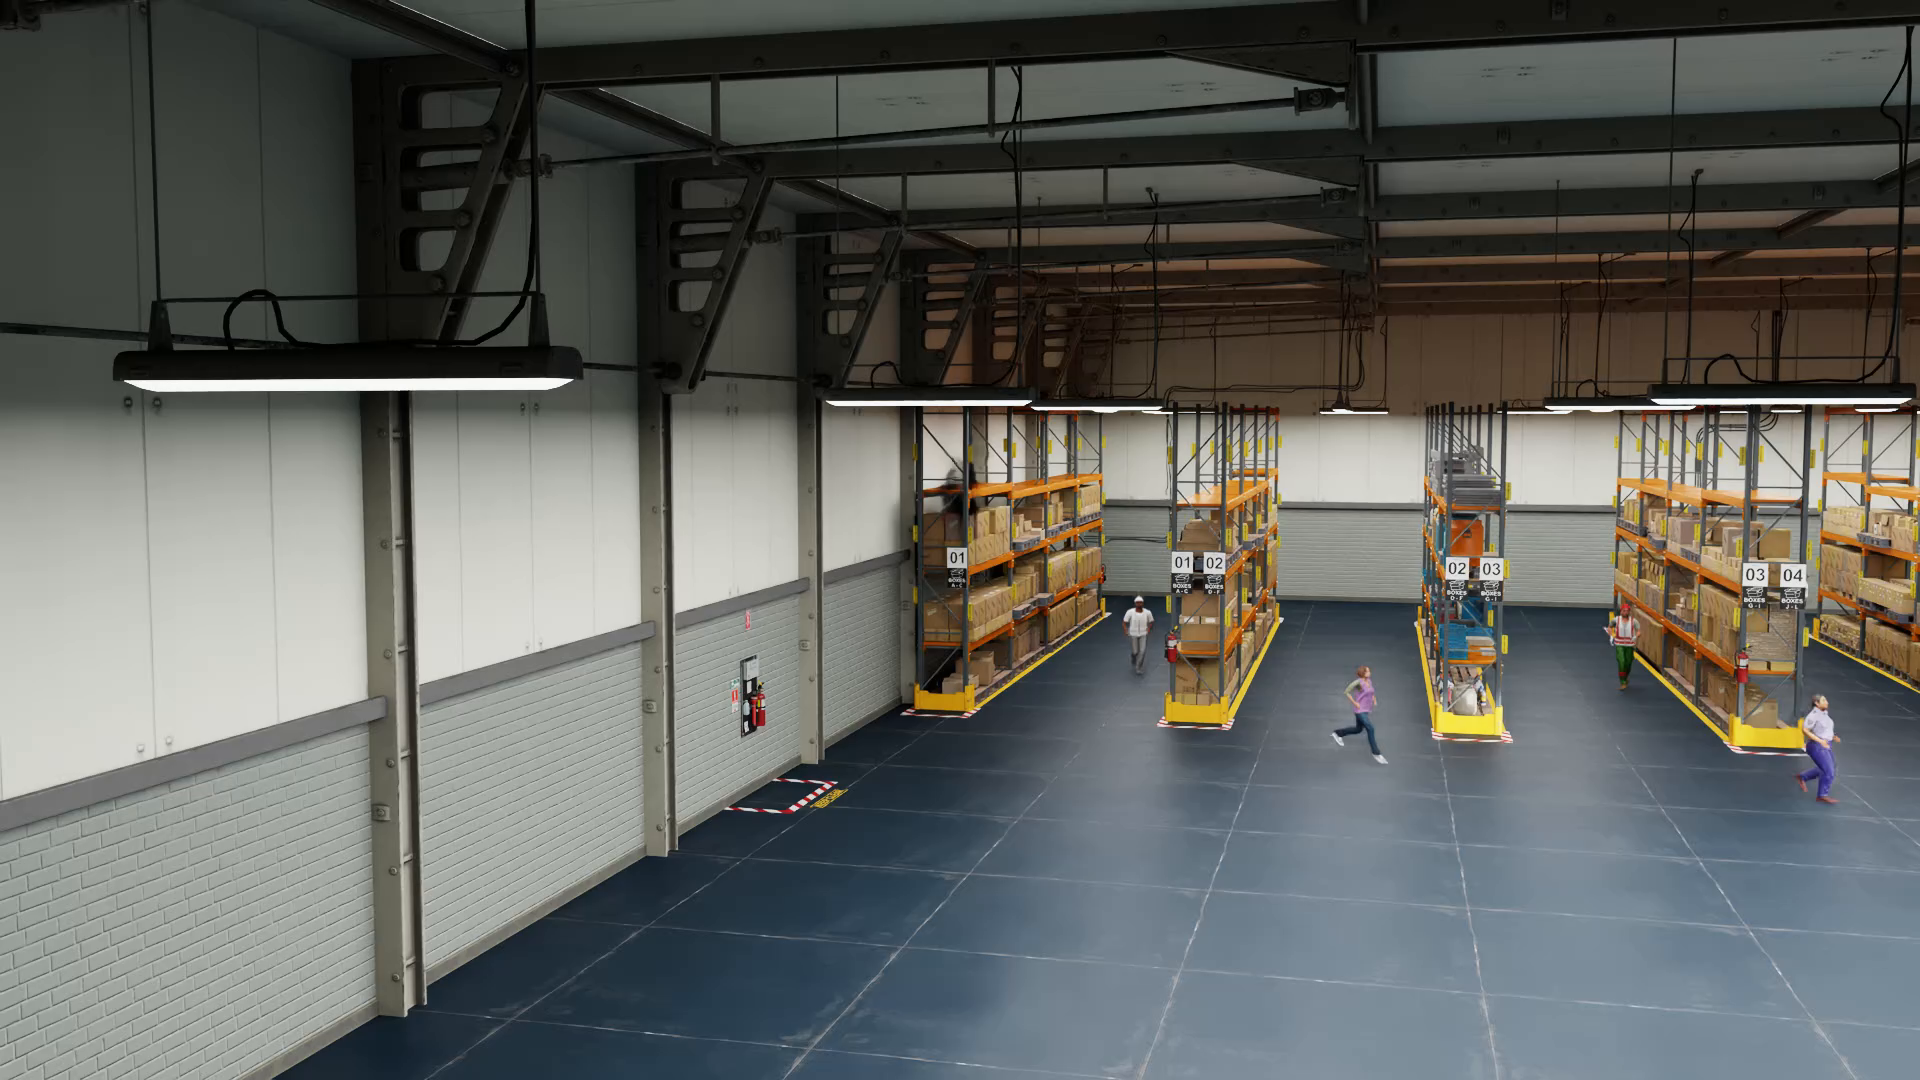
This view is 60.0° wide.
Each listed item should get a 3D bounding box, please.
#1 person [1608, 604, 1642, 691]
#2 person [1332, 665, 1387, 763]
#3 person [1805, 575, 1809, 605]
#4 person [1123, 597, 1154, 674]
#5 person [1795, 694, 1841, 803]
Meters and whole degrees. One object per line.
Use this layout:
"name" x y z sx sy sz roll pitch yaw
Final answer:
"person" 14.043 2.239 35.138 0.663 1.790 0.863 1 4 16
"person" 6.714 2.881 27.873 1.033 1.593 0.500 3 5 38
"person" 22.230 1.644 44.136 0.497 1.640 0.634 -1 4 -13
"person" 4.001 2.120 37.207 0.702 1.721 0.589 0 4 1
"person" 12.784 3.091 24.819 0.611 1.597 0.652 -4 6 -43
